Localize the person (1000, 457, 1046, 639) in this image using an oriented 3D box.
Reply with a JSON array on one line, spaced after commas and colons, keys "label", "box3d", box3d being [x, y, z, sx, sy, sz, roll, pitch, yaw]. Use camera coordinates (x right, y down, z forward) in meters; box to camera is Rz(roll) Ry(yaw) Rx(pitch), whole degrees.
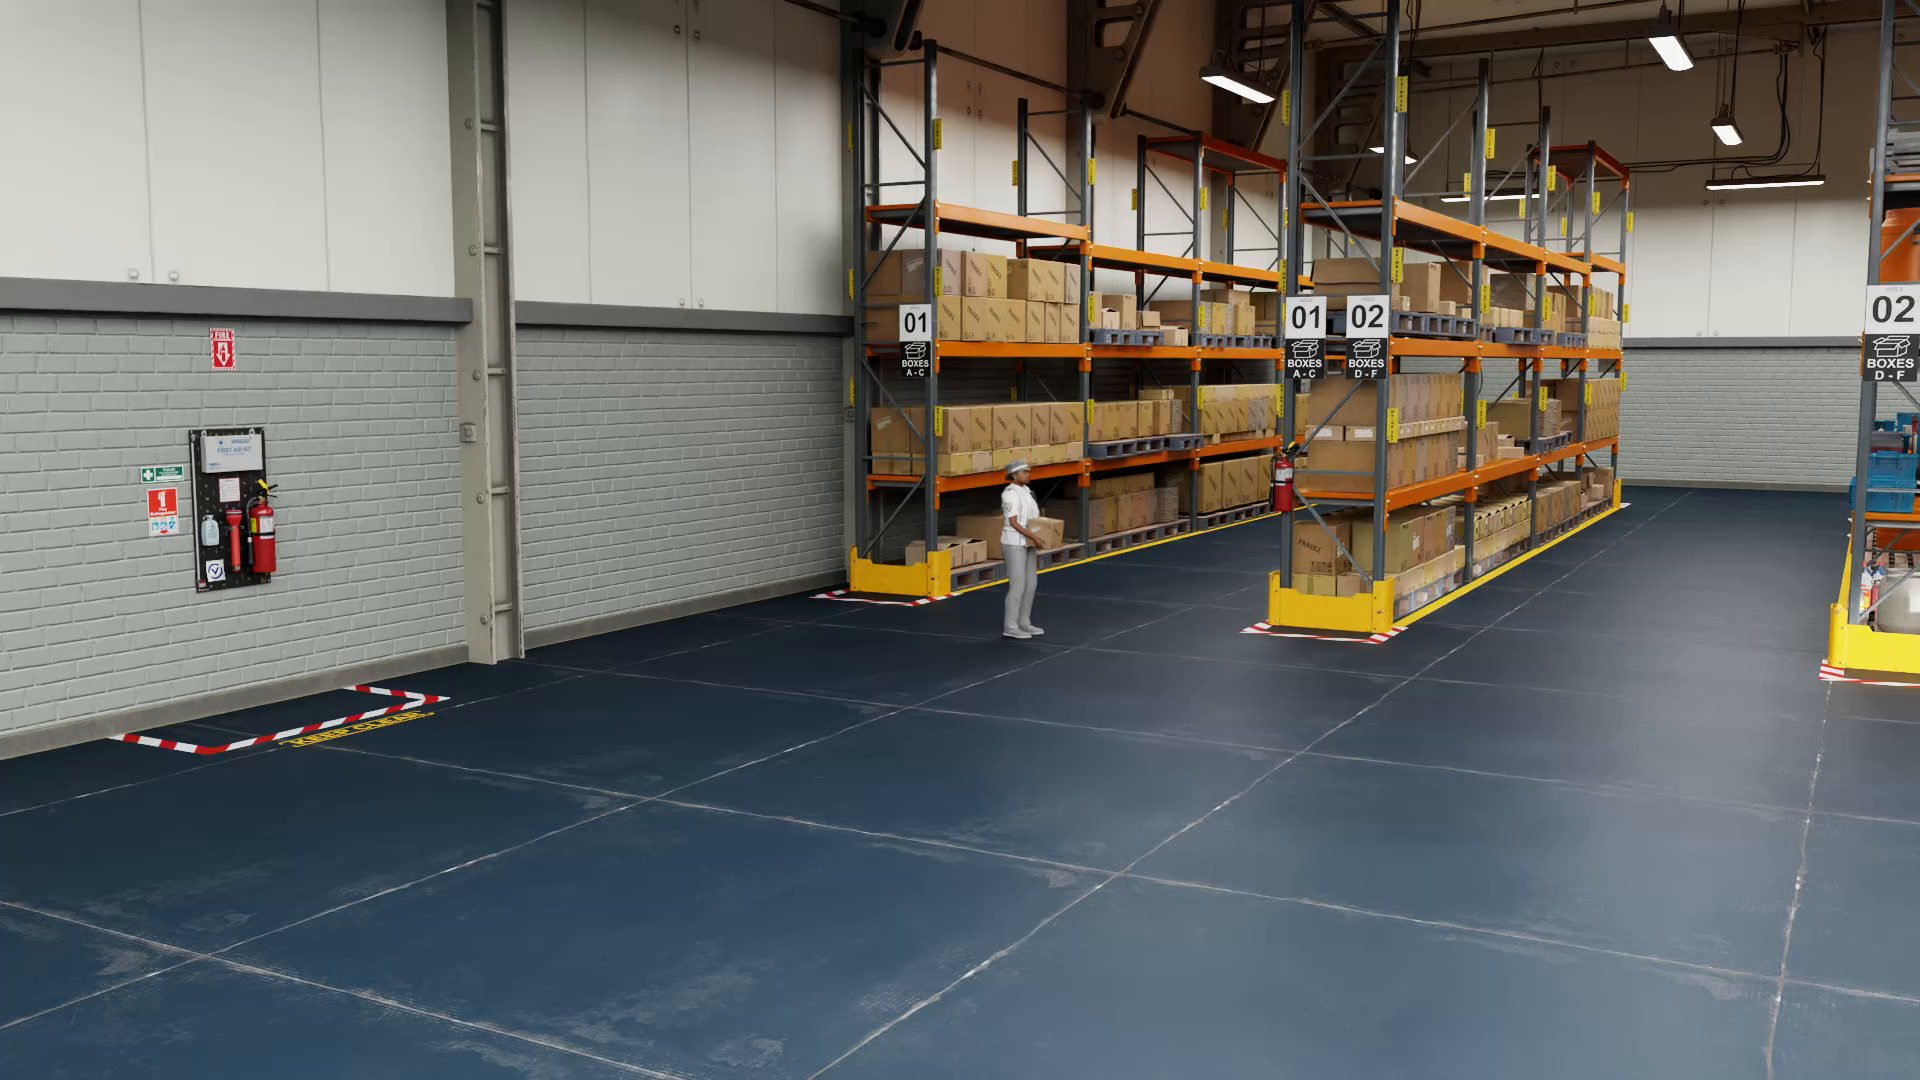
[{"label": "person", "box3d": [0.639, 0.064, 15.609, 0.515, 1.692, 0.460, 3, 7, 28]}]
